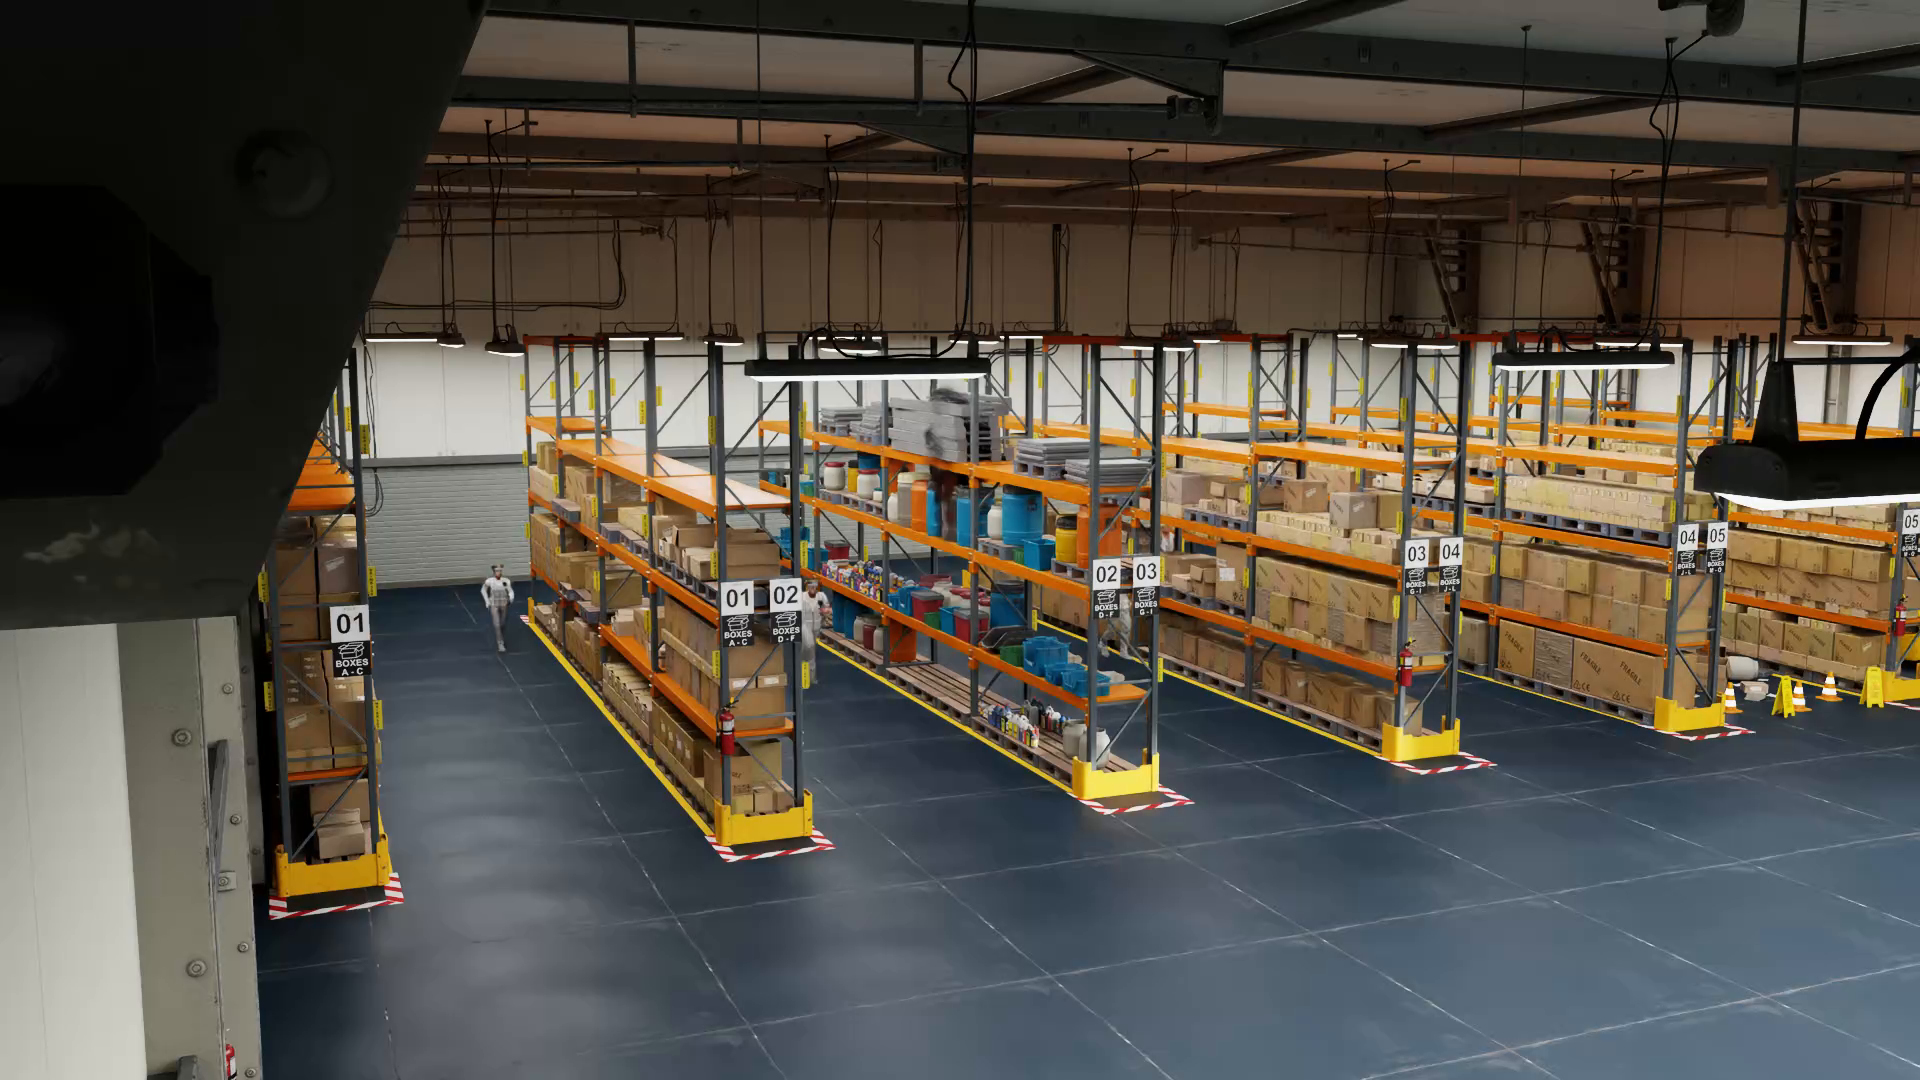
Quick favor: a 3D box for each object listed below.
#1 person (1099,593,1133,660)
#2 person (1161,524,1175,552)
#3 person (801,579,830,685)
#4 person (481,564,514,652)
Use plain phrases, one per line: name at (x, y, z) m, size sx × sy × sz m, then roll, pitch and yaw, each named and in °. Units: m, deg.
person at (2.808, 1.251, 29.796) m, size 0.683 × 1.799 × 0.837 m, roll -5°, pitch 9°, yaw -33°
person at (4.606, 0.477, 37.374) m, size 0.674 × 1.826 × 0.929 m, roll -2°, pitch 8°, yaw -14°
person at (-2.599, 1.512, 28.544) m, size 0.654 × 1.794 × 0.978 m, roll -4°, pitch 9°, yaw -29°
person at (-8.887, 1.270, 32.002) m, size 0.600 × 1.672 × 0.820 m, roll -4°, pitch 8°, yaw -25°
